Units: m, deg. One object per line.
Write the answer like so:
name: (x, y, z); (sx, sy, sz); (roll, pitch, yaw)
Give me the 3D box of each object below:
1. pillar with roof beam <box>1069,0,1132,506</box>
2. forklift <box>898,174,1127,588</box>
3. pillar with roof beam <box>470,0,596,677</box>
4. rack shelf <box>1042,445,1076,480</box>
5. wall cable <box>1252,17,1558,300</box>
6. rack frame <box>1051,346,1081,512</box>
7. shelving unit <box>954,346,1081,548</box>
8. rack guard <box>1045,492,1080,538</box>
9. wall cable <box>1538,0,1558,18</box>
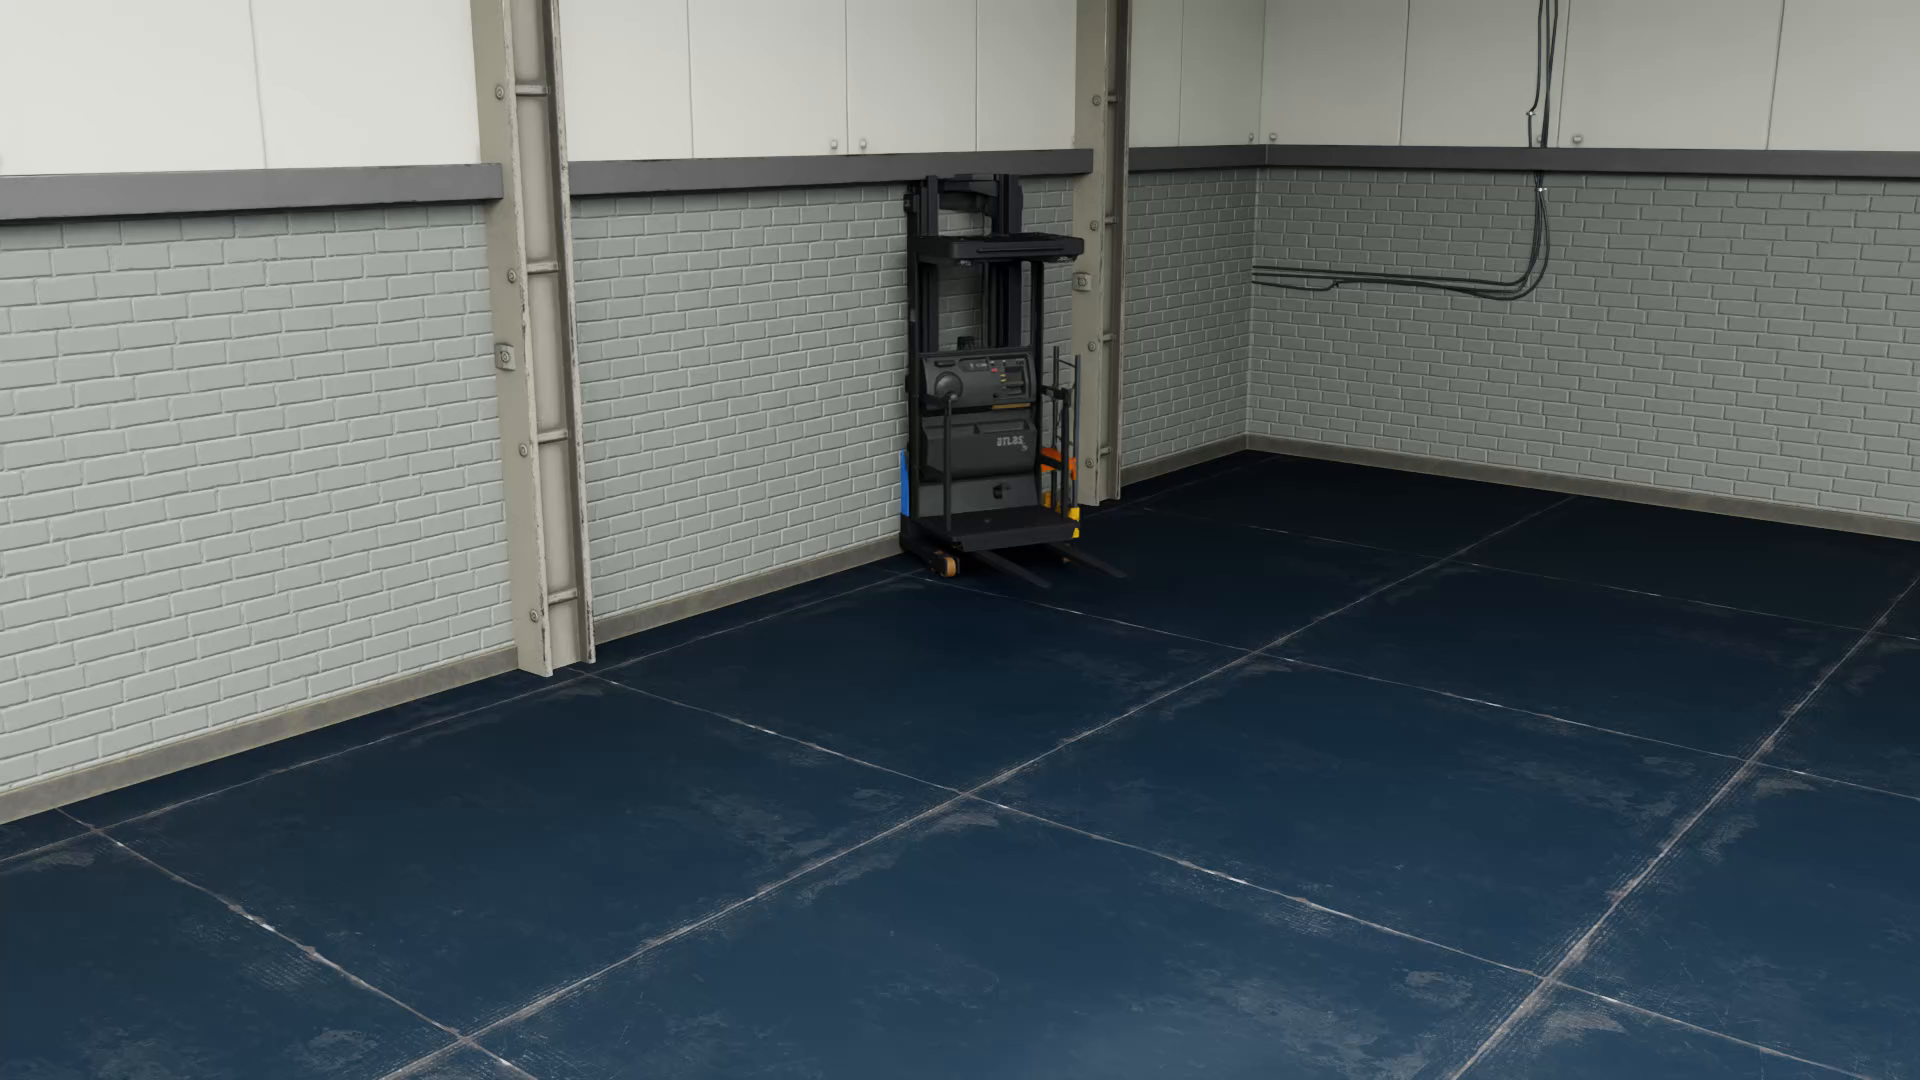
pillar with roof beam: (4.564, -4.057, 11.318); (9.100, 9.000, 0.400); (11, 18, 38)
forklift: (0.243, -1.254, 12.607); (1.130, 2.935, 3.031); (-6, 16, -24)
pillar with roof beam: (0.793, -2.908, 6.795); (9.100, 9.000, 0.400); (11, 18, 38)
rack shelf: (0.388, -0.601, 13.596); (1.000, 0.185, 0.538); (-5, 16, -18)
wall cable: (4.096, -3.578, 15.738); (3.097, 2.526, 0.112); (11, 18, 38)
rack frame: (0.869, -0.816, 13.710); (0.032, 1.500, 0.500); (-5, 16, -18)
shelving unit: (0.380, -0.773, 13.546); (1.083, 1.500, 0.587); (-5, 16, -18)
rack guard: (0.848, -0.211, 13.868); (0.087, 0.250, 0.587); (-5, 16, -18)
wall cable: (6.200, -5.607, 13.469); (3.097, 2.526, 0.112); (11, 18, 38)
